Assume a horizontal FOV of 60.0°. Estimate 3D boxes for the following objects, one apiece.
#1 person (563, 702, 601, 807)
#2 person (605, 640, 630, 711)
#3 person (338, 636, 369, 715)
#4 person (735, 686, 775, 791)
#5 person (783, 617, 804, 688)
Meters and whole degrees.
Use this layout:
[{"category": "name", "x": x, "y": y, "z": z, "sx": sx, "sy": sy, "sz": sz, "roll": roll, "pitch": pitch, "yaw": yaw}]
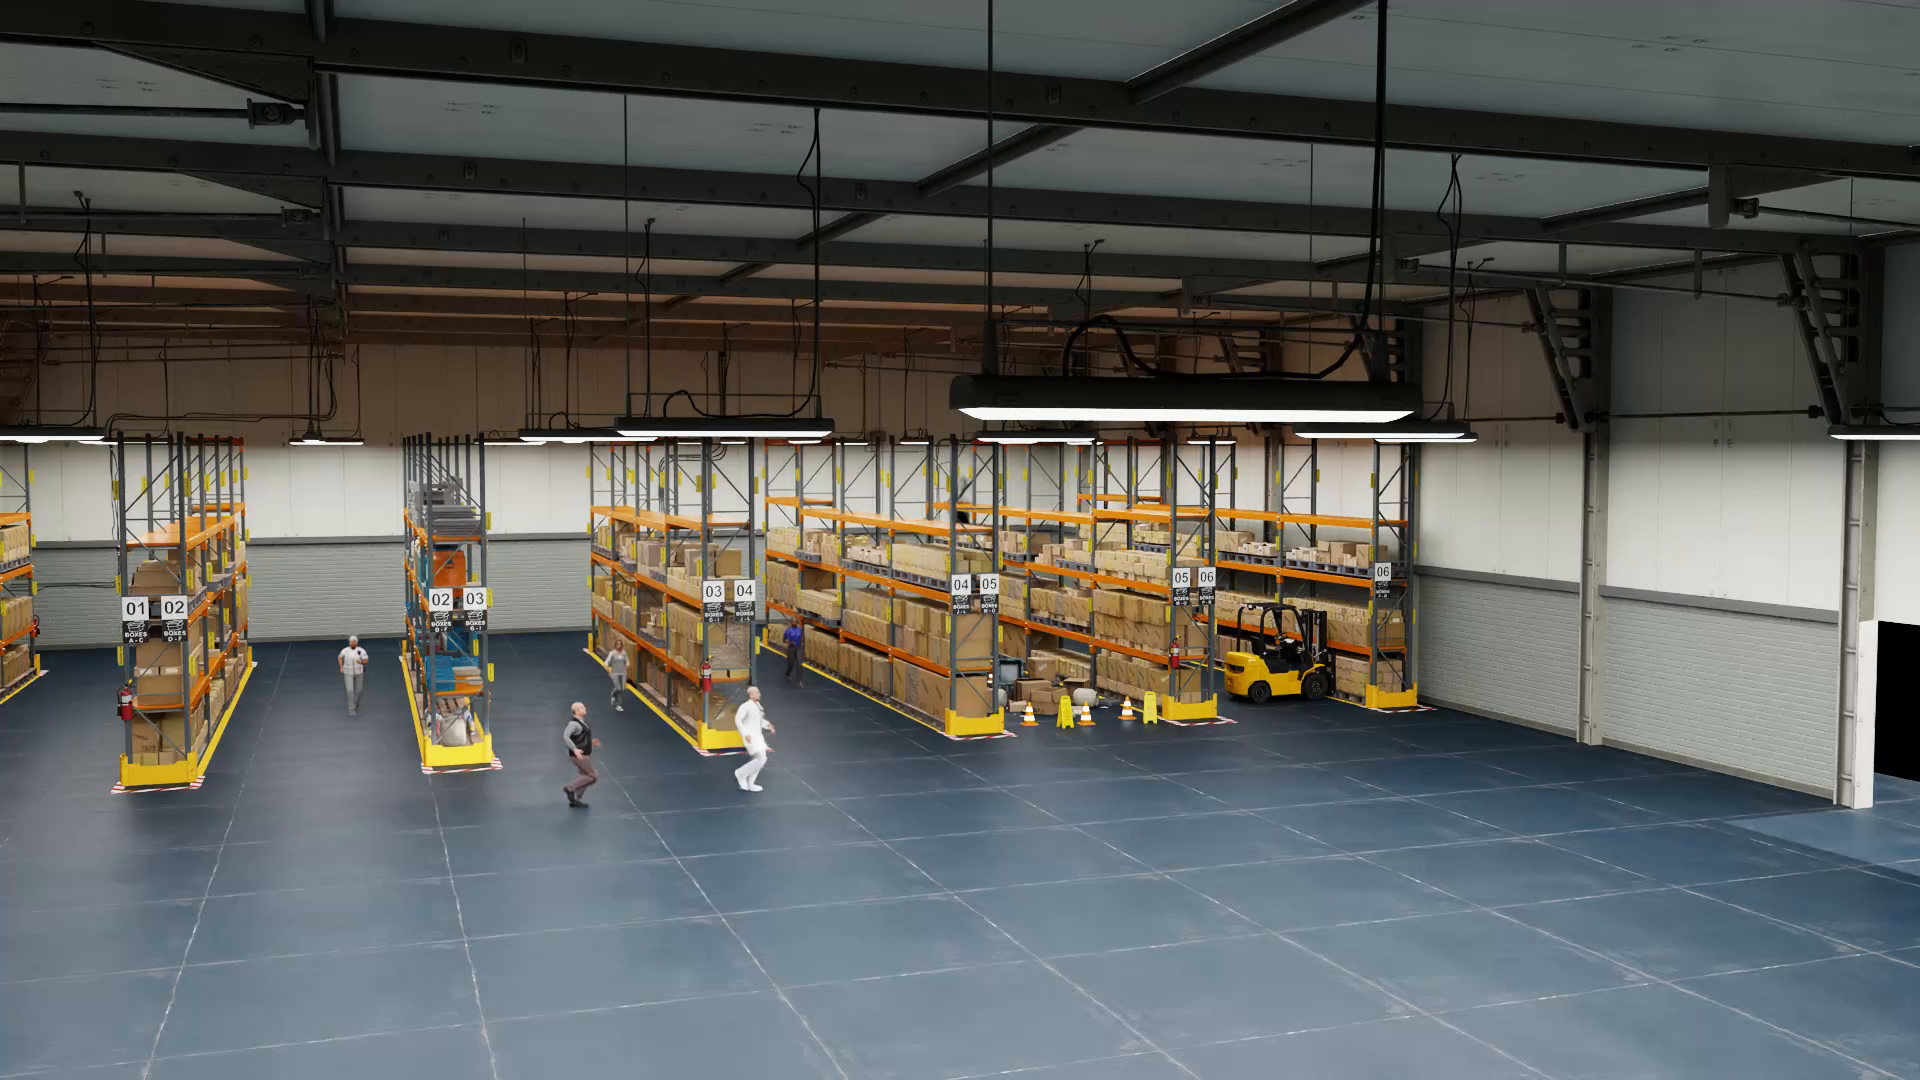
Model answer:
[{"category": "person", "x": -5.996, "y": 3.416, "z": 26.427, "sx": 0.569, "sy": 1.678, "sz": 0.652, "roll": 0, "pitch": 3, "yaw": -1}, {"category": "person", "x": -7.422, "y": 2.946, "z": 36.168, "sx": 0.532, "sy": 1.551, "sz": 0.520, "roll": -2, "pitch": 4, "yaw": -28}, {"category": "person", "x": -13.058, "y": 2.889, "z": 35.820, "sx": 0.608, "sy": 1.650, "sz": 0.943, "roll": -1, "pitch": 3, "yaw": -24}, {"category": "person", "x": -3.426, "y": 3.312, "z": 27.748, "sx": 0.629, "sy": 1.746, "sz": 0.723, "roll": 1, "pitch": 3, "yaw": 10}, {"category": "person", "x": -3.979, "y": 2.675, "z": 39.907, "sx": 0.581, "sy": 1.658, "sz": 0.920, "roll": -2, "pitch": 4, "yaw": -26}]
